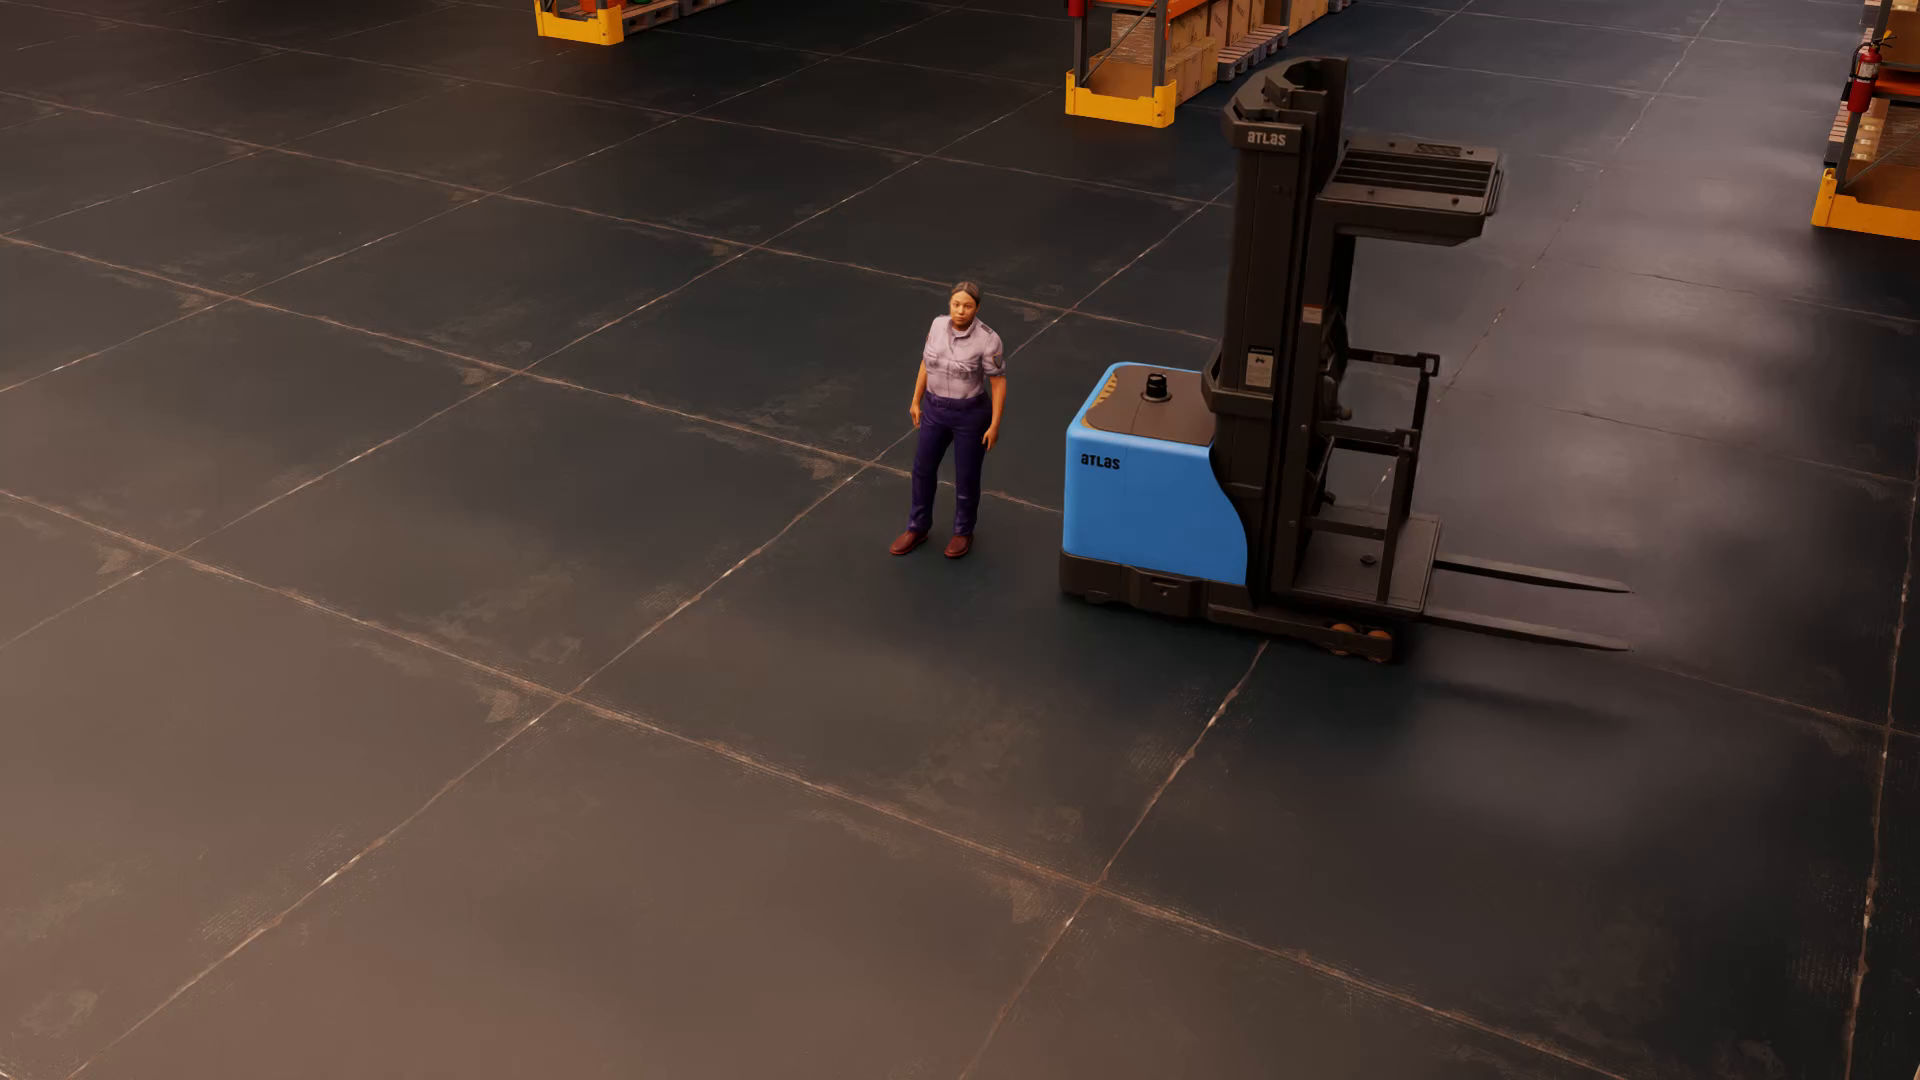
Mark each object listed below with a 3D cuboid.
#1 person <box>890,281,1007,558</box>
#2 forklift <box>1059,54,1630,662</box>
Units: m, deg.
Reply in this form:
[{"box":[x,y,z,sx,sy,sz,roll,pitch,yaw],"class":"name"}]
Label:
[{"box":[-0.058,-0.668,9.517,0.610,1.648,0.484,15,33,24],"class":"person"},{"box":[2.133,-0.918,8.661,3.031,2.935,1.130,10,31,17],"class":"forklift"}]
